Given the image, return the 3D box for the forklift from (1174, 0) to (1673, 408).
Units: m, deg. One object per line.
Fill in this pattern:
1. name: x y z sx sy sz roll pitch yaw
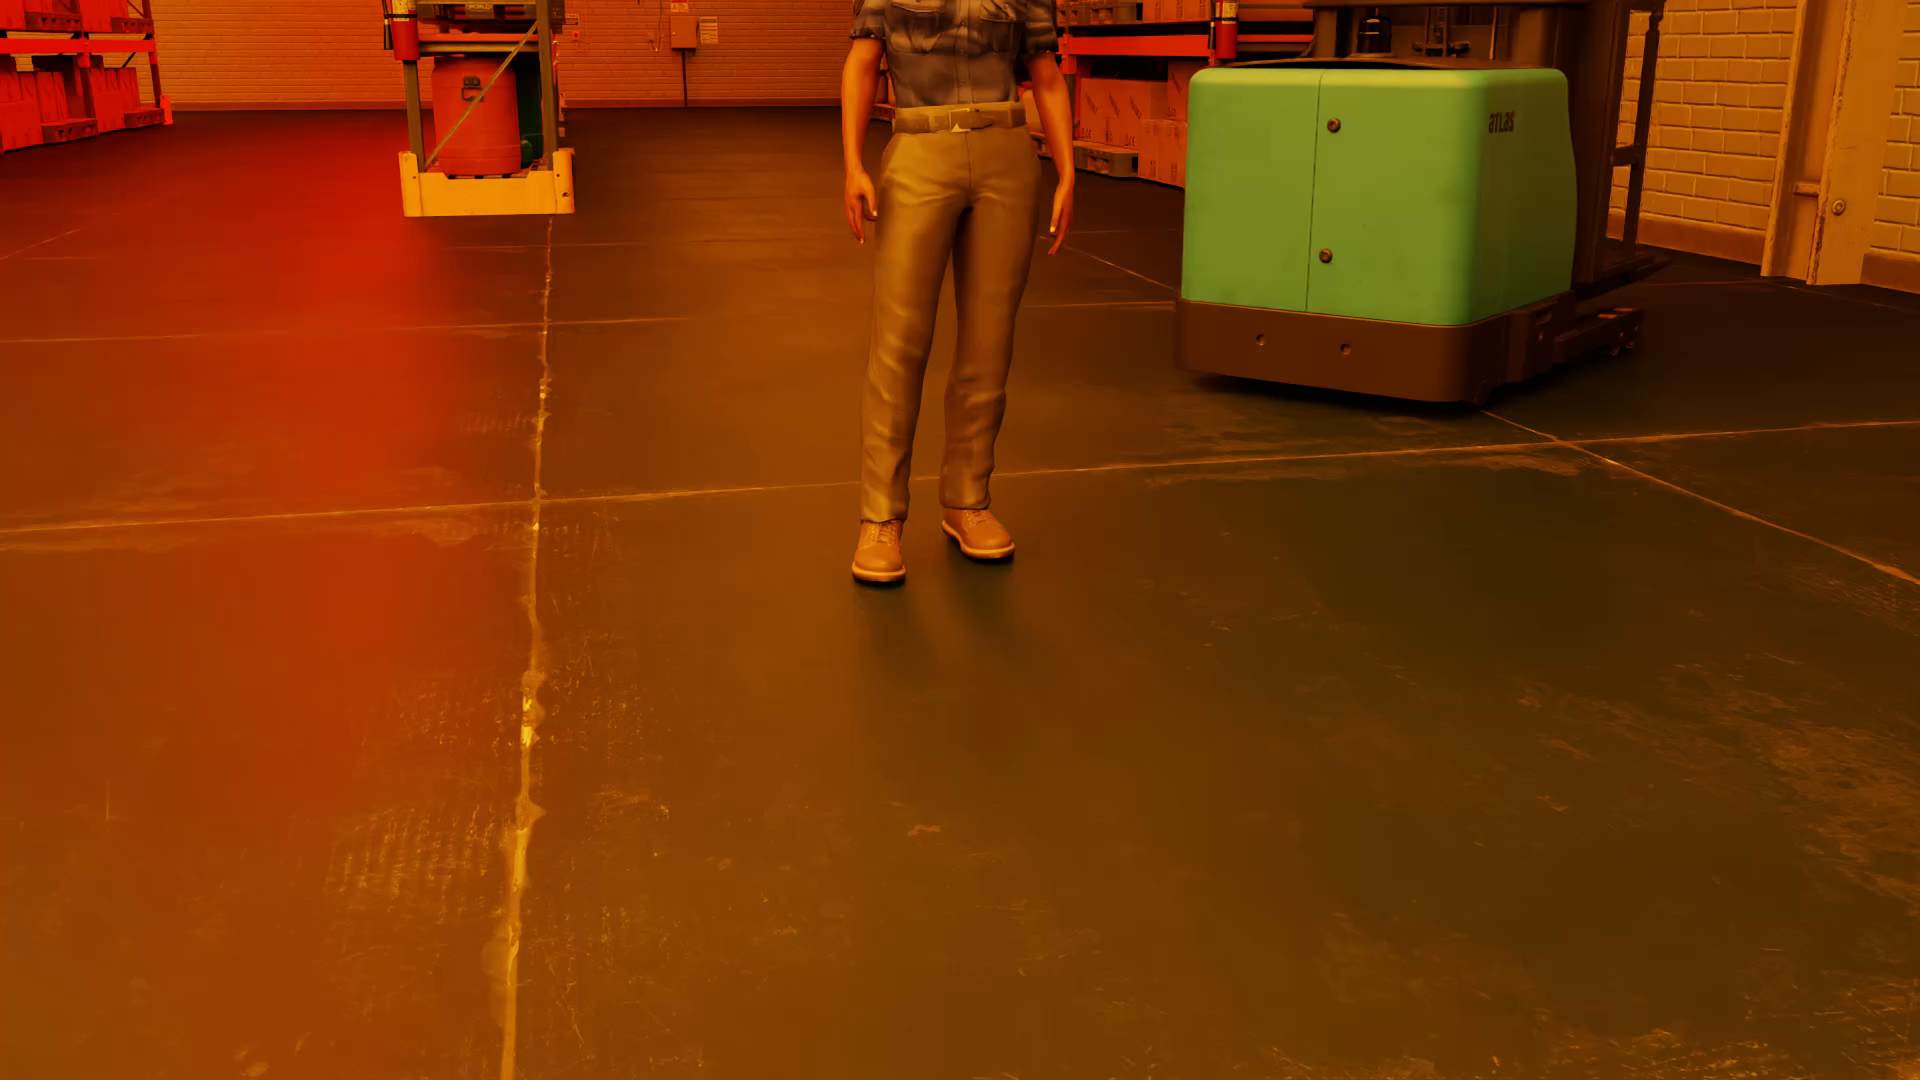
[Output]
1. forklift: 2.042 -2.187 6.233 1.130 2.935 3.031 12 20 36

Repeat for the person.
1. person: 0.000 -0.774 3.692 0.570 1.654 0.504 -4 17 -12
